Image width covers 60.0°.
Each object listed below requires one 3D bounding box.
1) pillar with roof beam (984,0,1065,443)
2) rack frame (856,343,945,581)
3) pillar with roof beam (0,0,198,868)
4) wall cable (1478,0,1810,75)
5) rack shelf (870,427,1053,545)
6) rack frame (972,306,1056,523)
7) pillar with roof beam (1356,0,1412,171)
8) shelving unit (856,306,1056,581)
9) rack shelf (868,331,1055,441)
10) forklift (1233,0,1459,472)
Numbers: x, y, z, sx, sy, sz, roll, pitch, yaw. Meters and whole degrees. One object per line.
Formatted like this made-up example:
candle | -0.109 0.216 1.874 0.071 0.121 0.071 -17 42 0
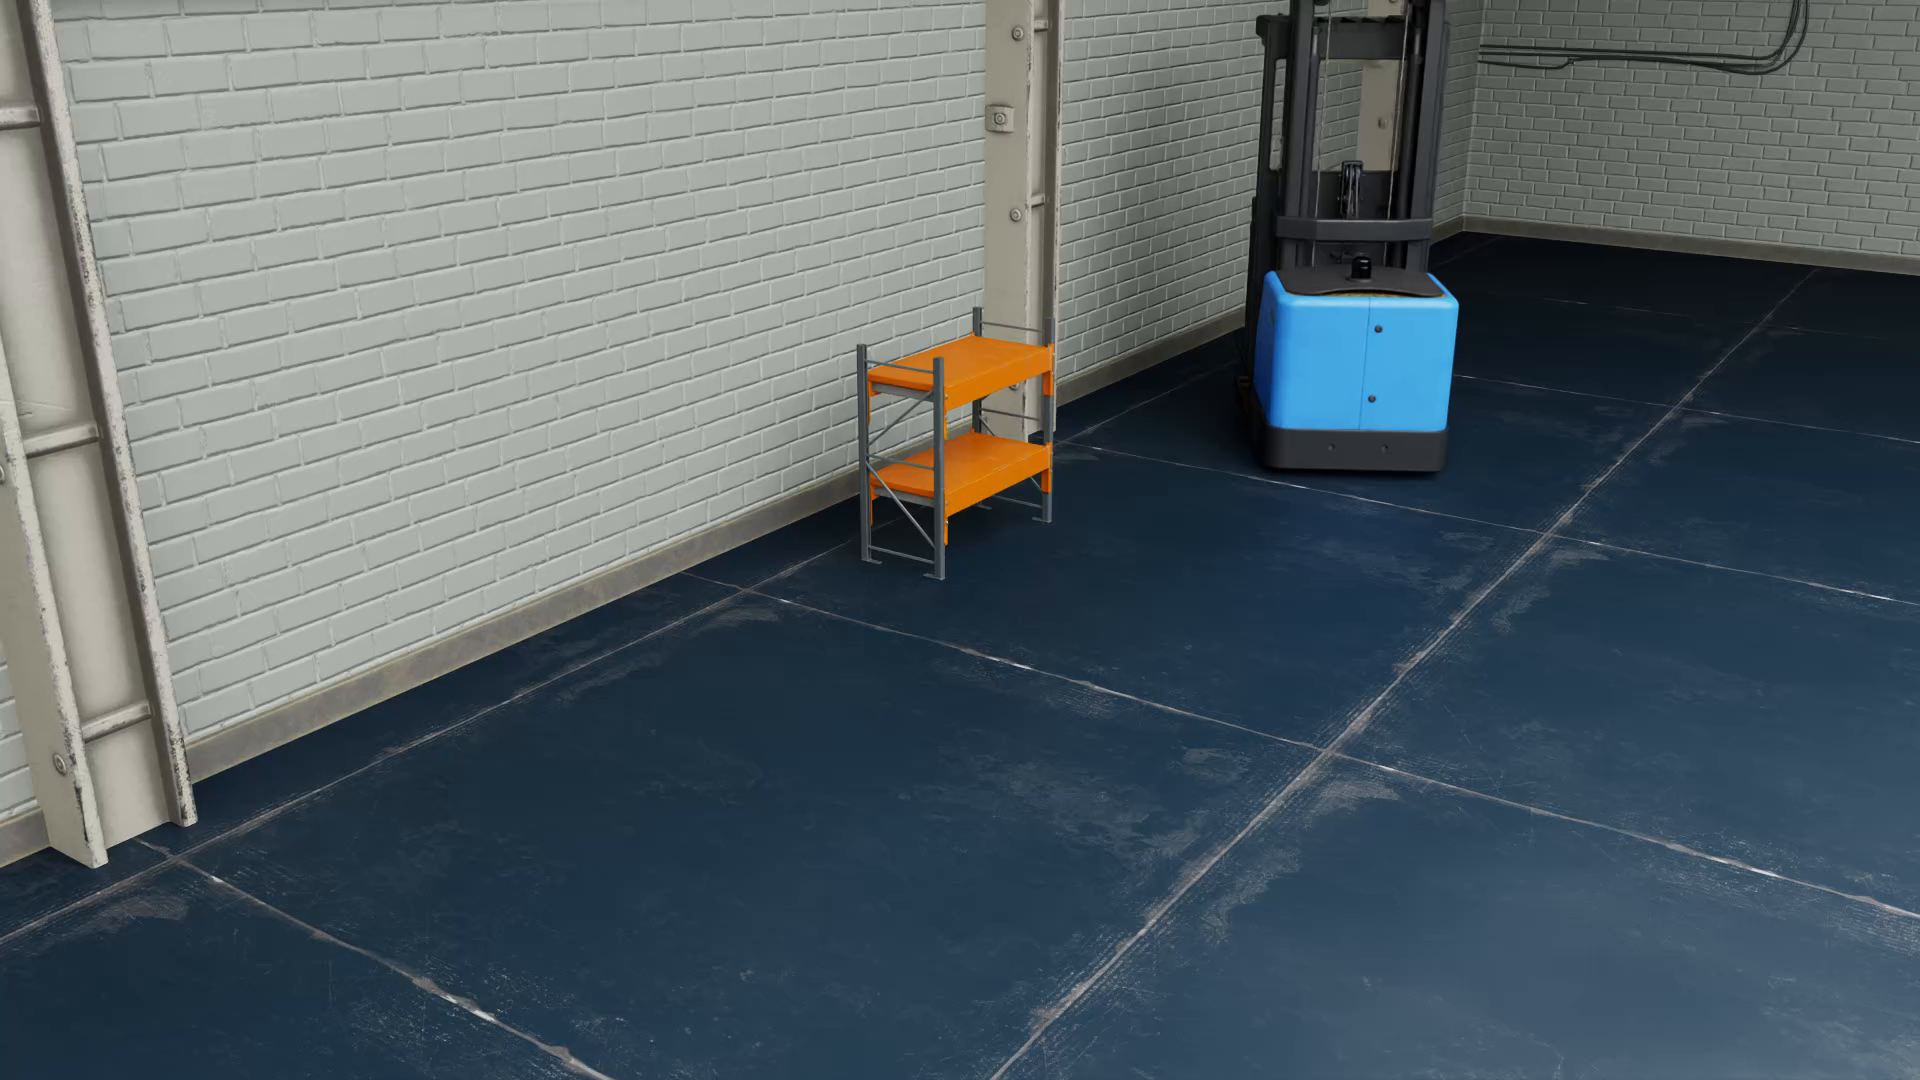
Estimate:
pillar with roof beam | 3.941 -4.060 6.769 9.100 9.000 0.400 13 24 32
rack frame | -0.290 -0.380 8.170 0.500 1.125 0.032 13 24 32
pillar with roof beam | 0.568 -2.338 2.115 9.100 9.000 0.400 13 24 32
wall cable | 6.503 -5.752 15.819 3.097 2.526 0.112 13 24 32
rack shelf | -0.004 -0.296 8.649 0.538 0.278 1.000 13 24 32
rack frame | 0.282 -0.671 8.959 0.500 1.125 0.032 13 24 32
pillar with roof beam | 7.314 -5.781 11.423 9.100 9.000 0.400 13 24 32
shelving unit | -0.004 -0.526 8.565 0.538 1.125 1.048 13 24 32
rack shelf | -0.004 -0.800 8.463 0.538 0.278 1.000 13 24 32
forklift | 2.412 -2.237 10.586 1.130 2.935 3.031 1 20 4
